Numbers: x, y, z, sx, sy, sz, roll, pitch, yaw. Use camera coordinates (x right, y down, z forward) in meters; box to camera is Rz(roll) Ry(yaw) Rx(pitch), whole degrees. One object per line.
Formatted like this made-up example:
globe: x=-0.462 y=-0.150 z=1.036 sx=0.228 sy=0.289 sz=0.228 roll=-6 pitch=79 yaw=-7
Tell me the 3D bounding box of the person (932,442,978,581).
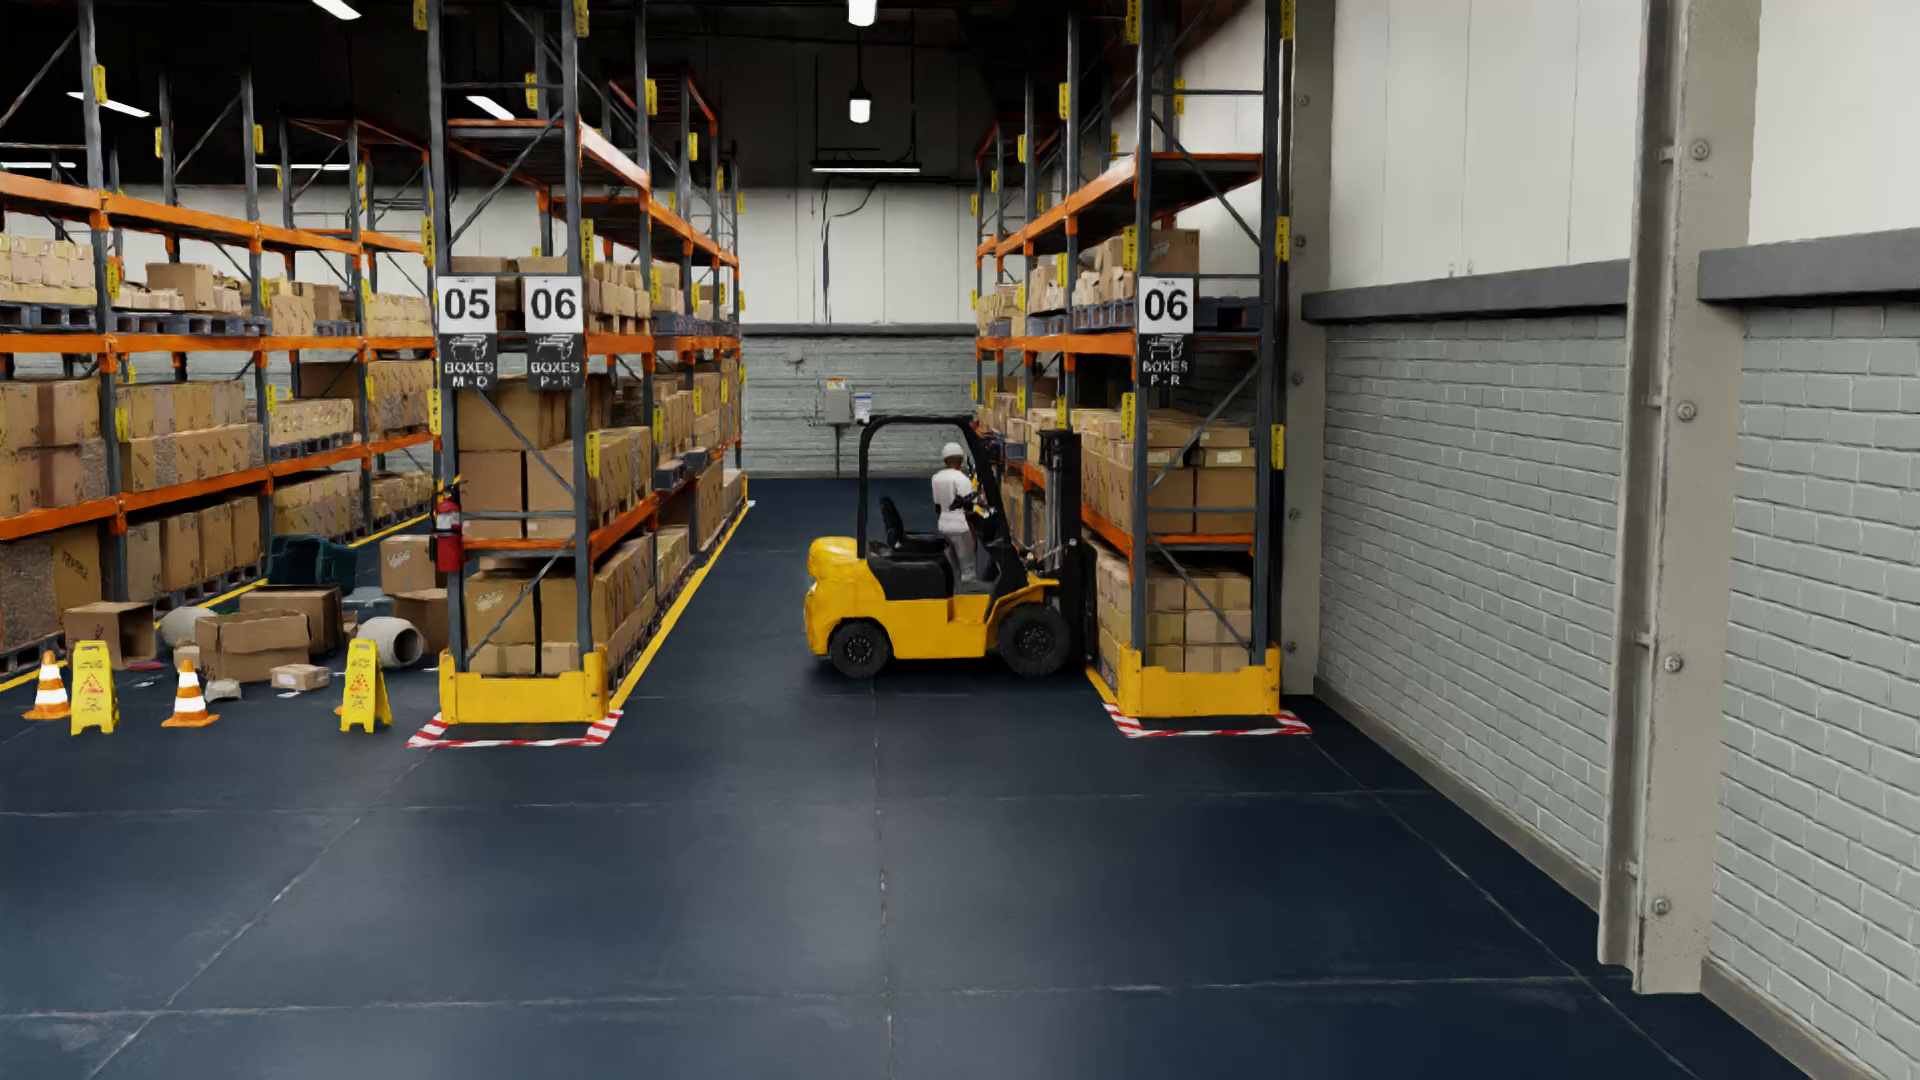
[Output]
person: x=0.034 y=-0.072 z=16.206 sx=0.476 sy=1.773 sz=0.666 roll=-3 pitch=8 yaw=-27
